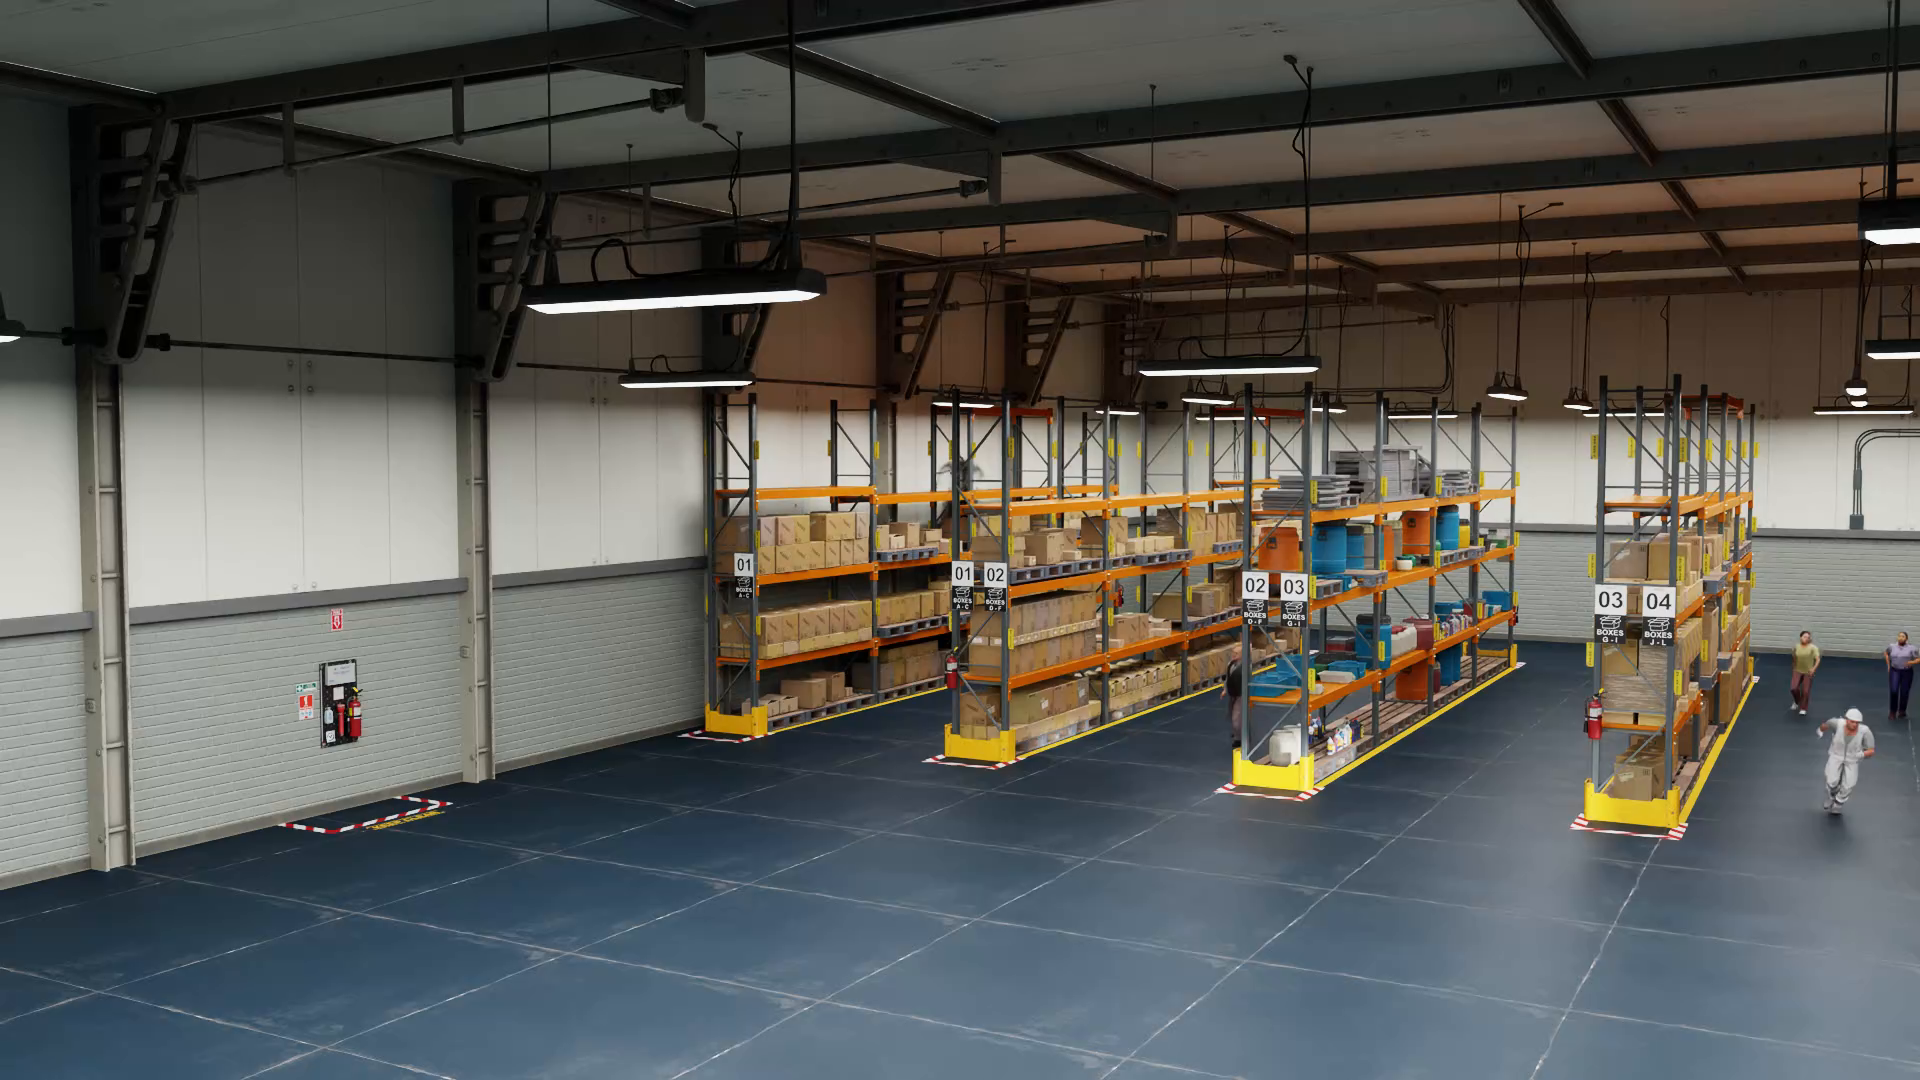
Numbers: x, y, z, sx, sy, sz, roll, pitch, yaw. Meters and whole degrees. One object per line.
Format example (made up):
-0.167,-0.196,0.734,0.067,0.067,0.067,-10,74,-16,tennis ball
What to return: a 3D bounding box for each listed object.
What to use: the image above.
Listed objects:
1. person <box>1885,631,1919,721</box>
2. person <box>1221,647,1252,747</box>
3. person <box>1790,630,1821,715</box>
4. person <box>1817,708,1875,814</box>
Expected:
17.493,2.534,30.871,0.573,1.697,0.733,2,3,26,person
4.752,2.631,28.261,0.652,1.692,0.741,-2,3,-27,person
15.880,2.495,31.285,0.578,1.619,0.712,3,4,41,person
11.990,2.999,22.519,0.679,1.538,1.027,1,3,25,person
